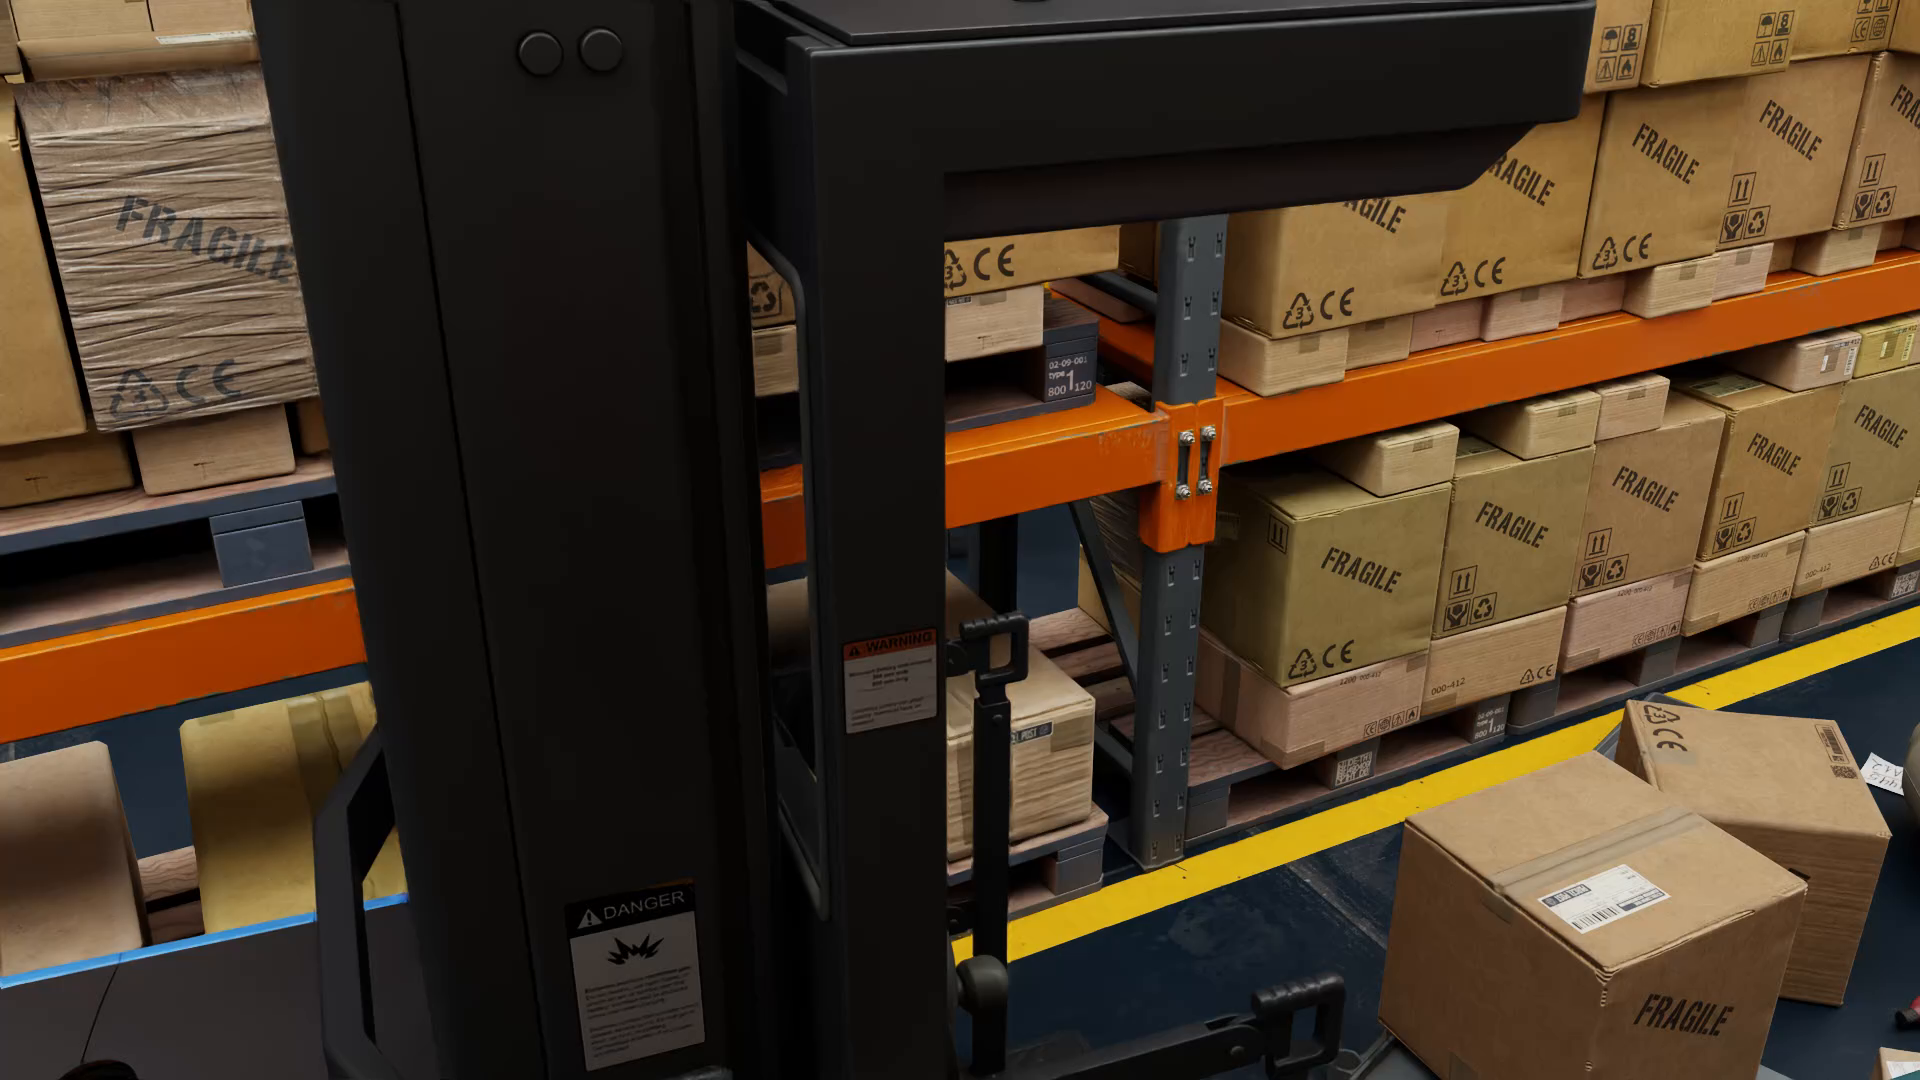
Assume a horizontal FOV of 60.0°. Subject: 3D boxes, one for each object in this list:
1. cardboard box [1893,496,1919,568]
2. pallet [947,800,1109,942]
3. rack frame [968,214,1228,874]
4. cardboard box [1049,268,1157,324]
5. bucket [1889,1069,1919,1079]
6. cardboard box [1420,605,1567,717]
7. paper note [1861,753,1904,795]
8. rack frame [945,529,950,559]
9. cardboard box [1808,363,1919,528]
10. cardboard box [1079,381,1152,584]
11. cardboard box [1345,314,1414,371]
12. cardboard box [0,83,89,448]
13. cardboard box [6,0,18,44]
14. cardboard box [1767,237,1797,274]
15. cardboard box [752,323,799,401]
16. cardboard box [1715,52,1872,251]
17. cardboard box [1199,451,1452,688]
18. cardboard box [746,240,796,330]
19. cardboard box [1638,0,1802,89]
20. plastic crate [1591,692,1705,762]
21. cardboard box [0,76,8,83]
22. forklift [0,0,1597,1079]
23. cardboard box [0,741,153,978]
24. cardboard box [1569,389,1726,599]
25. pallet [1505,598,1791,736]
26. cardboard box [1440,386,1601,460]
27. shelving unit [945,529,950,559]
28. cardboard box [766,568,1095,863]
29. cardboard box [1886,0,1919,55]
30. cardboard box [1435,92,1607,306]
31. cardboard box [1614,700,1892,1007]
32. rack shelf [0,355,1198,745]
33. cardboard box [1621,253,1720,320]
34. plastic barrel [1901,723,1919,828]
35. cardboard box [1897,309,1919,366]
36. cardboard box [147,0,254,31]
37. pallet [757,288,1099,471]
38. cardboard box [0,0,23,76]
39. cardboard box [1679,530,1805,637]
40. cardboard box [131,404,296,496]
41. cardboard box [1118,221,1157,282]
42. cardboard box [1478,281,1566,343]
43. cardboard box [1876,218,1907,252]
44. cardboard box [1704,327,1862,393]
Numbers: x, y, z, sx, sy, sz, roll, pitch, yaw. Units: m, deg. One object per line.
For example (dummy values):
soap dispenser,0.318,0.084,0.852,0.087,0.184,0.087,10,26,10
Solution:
cardboard box,3.232,-0.162,5.814,0.500,0.250,0.500,-13,29,-25
pallet,-0.376,0.746,4.452,1.213,0.211,1.003,-13,29,-25
rack frame,0.310,-0.670,4.180,0.127,3.000,1.000,-13,29,-25
cardboard box,0.450,-0.739,4.613,0.250,0.149,0.380,-13,29,-26
bucket,1.764,1.082,2.556,0.620,0.611,0.726,-13,27,-3
cardboard box,1.423,0.250,4.955,0.500,0.250,0.500,-11,28,-22
paper note,2.688,0.676,4.806,0.142,0.019,0.148,21,33,37
rack frame,-0.097,-0.383,6.009,0.006,0.900,0.240,-13,29,-25
cardboard box,2.796,-0.402,5.447,0.500,0.500,0.500,-12,28,-23
cardboard box,0.706,-0.181,4.986,0.500,0.500,0.500,-13,29,-26
cardboard box,0.937,-0.570,4.261,0.250,0.149,0.380,-12,28,-24
cardboard box,-1.792,-0.447,2.770,0.500,0.500,0.500,-12,28,-24
cardboard box,-4.139,-2.106,6.767,0.500,0.250,0.500,-14,29,-26
cardboard box,2.252,-0.910,4.969,0.250,0.149,0.380,-13,29,-25
cardboard box,-0.466,-0.423,3.470,0.250,0.149,0.380,-14,29,-26
cardboard box,2.147,-1.151,4.723,0.500,0.500,0.500,-13,28,-24
cardboard box,0.958,0.025,4.557,0.500,0.500,0.500,-12,28,-23
cardboard box,-0.427,-0.755,3.413,0.500,0.500,0.500,-13,28,-25
cardboard box,1.717,-1.494,4.282,0.500,0.500,0.700,-14,29,-26
plastic crate,2.081,0.640,4.825,0.402,0.080,0.583,21,33,37
cardboard box,-2.053,-0.635,3.163,0.500,0.500,0.500,-15,30,-29
forklift,-0.016,0.280,2.279,3.031,2.935,1.130,-9,27,-19
cardboard box,-2.069,0.875,3.512,0.625,0.372,0.950,-14,29,-26
cardboard box,1.883,-0.193,5.012,0.500,0.500,0.500,-11,28,-22
pallet,1.964,0.187,5.617,1.213,0.211,1.003,-13,29,-25
cardboard box,1.549,-0.375,4.641,0.250,0.149,0.380,-12,28,-23
shelving unit,-0.007,-0.404,6.052,0.210,0.900,0.258,-13,29,-25
cardboard box,-0.152,0.433,4.433,0.625,0.372,0.950,-13,28,-24
cardboard box,2.640,-1.684,4.677,0.500,0.500,0.700,-13,29,-26
cardboard box,1.261,-0.943,4.290,0.500,0.500,0.500,-13,29,-25
cardboard box,1.896,0.757,4.092,0.500,0.500,0.500,5,26,11
rack shelf,-1.455,0.062,3.487,4.000,0.370,1.077,-13,29,-25
cardboard box,1.872,-0.755,4.648,0.250,0.149,0.380,-13,28,-25
plastic barrel,2.729,0.676,4.354,0.421,0.421,0.512,5,26,11
cardboard box,2.963,-0.702,5.322,0.250,0.149,0.380,-12,28,-24
cardboard box,-3.246,-2.316,7.203,0.500,0.250,0.500,-12,28,-24
pallet,-0.433,-0.483,4.013,1.213,0.211,1.003,-13,29,-25
cardboard box,-1.909,-0.957,3.084,0.250,0.149,0.380,-14,29,-28
cardboard box,2.333,0.044,5.384,0.500,0.250,0.500,-14,29,-27
cardboard box,-1.396,-0.237,3.083,0.250,0.149,0.380,-12,28,-23
cardboard box,0.585,-1.035,4.480,0.500,0.500,0.500,-14,29,-26
cardboard box,1.392,-0.672,4.475,0.250,0.149,0.380,-12,28,-24
cardboard box,2.697,-1.013,5.185,0.250,0.149,0.380,-13,28,-24
cardboard box,2.506,-0.599,5.107,0.250,0.149,0.380,-12,28,-23
